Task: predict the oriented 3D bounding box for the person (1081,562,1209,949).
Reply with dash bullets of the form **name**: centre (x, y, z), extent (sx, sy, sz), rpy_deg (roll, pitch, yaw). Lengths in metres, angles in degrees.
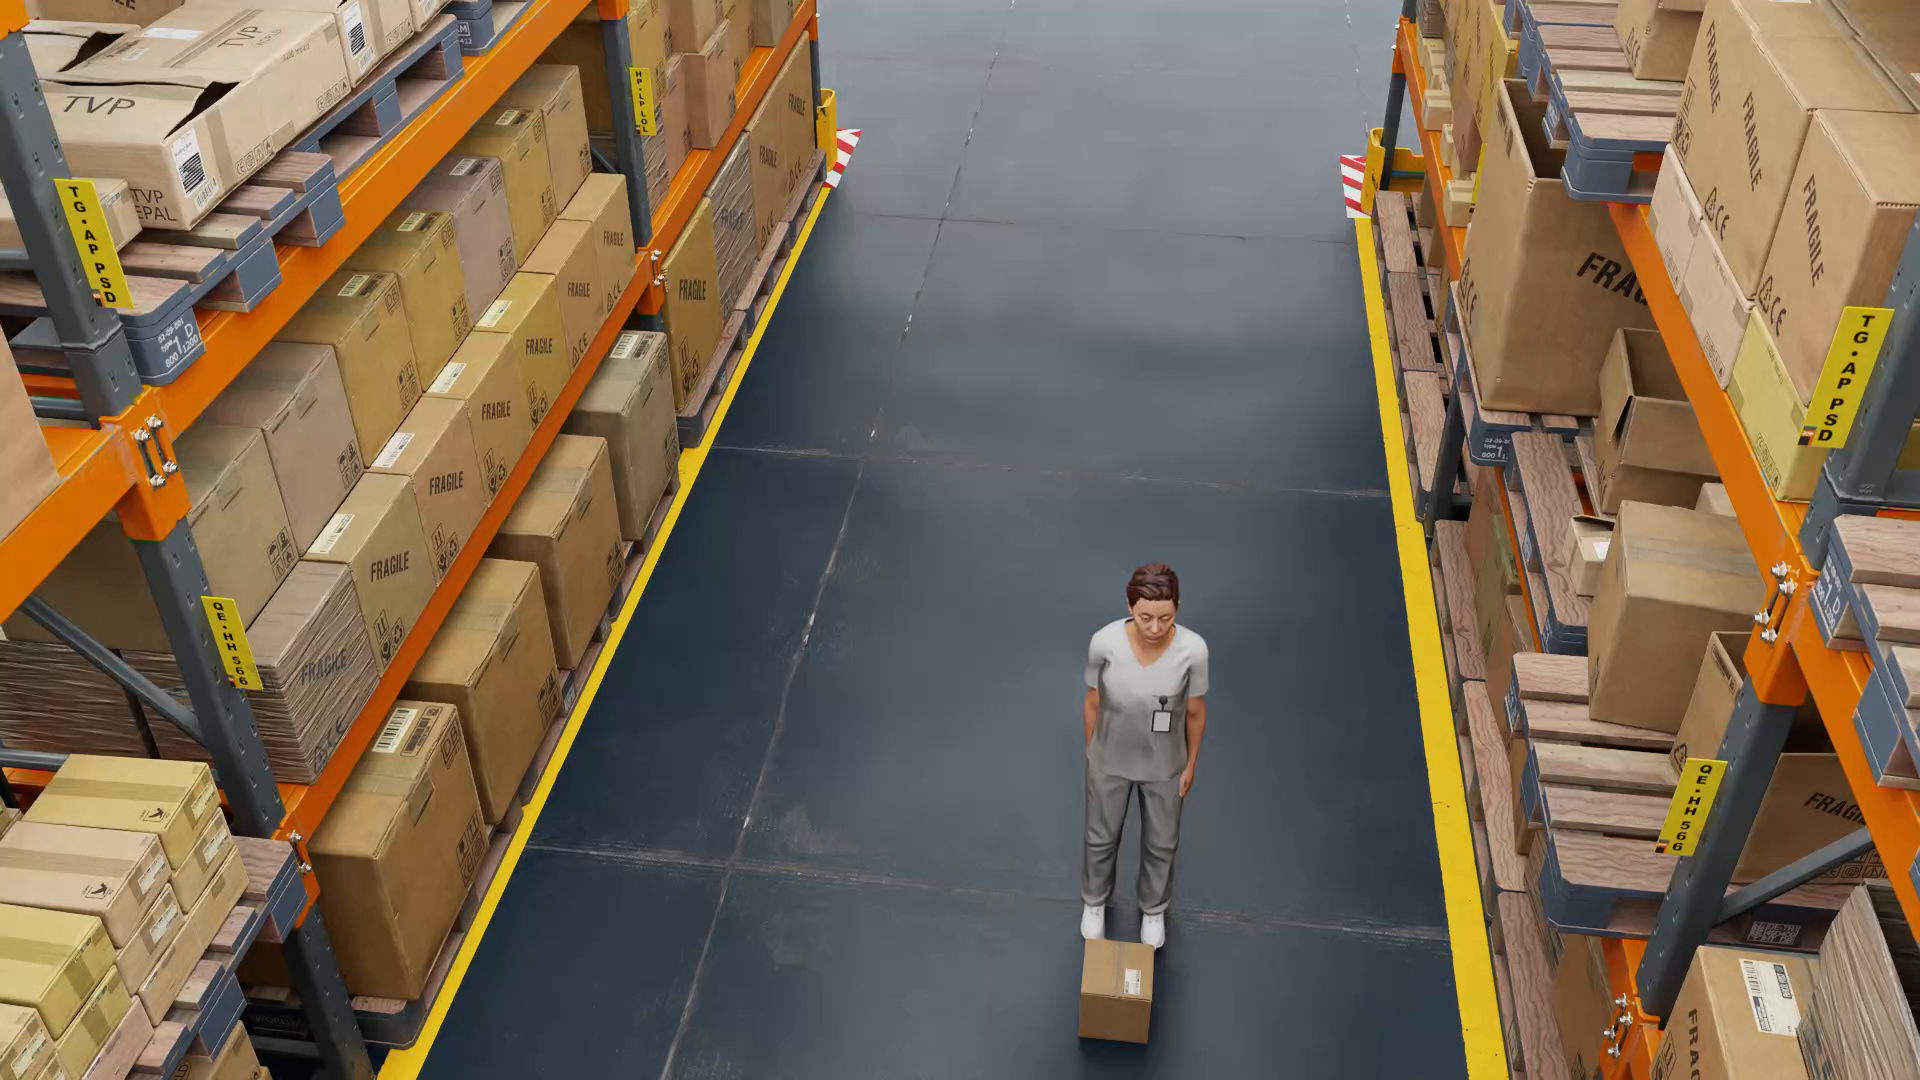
- **person**: centre (0.646, 0.781, 5.982), extent (0.437, 1.671, 0.363), rpy_deg (5, 37, 7)
